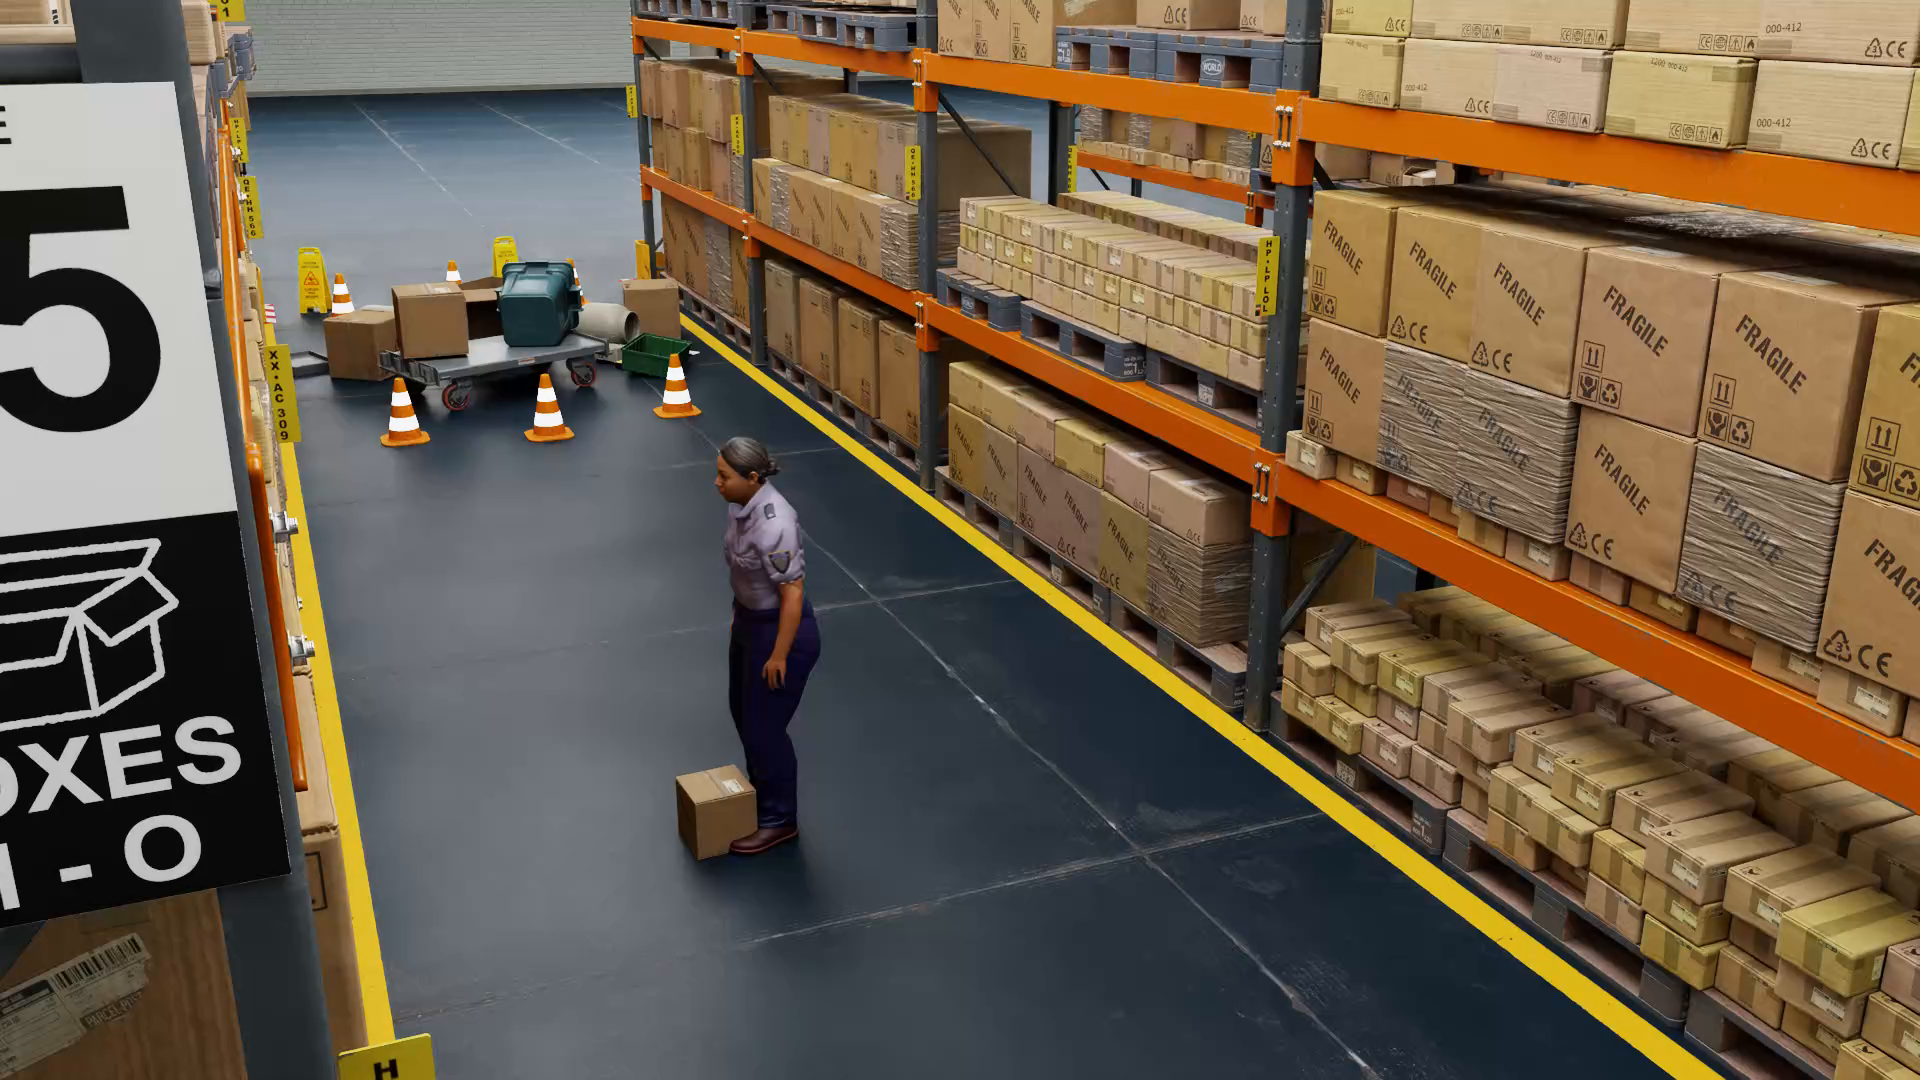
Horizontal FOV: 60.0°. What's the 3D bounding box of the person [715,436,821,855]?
[{"bbox_3d":[-0.774,0.384,6.460,0.414,1.651,0.545,-8,21,-22],"label":"person"}]
